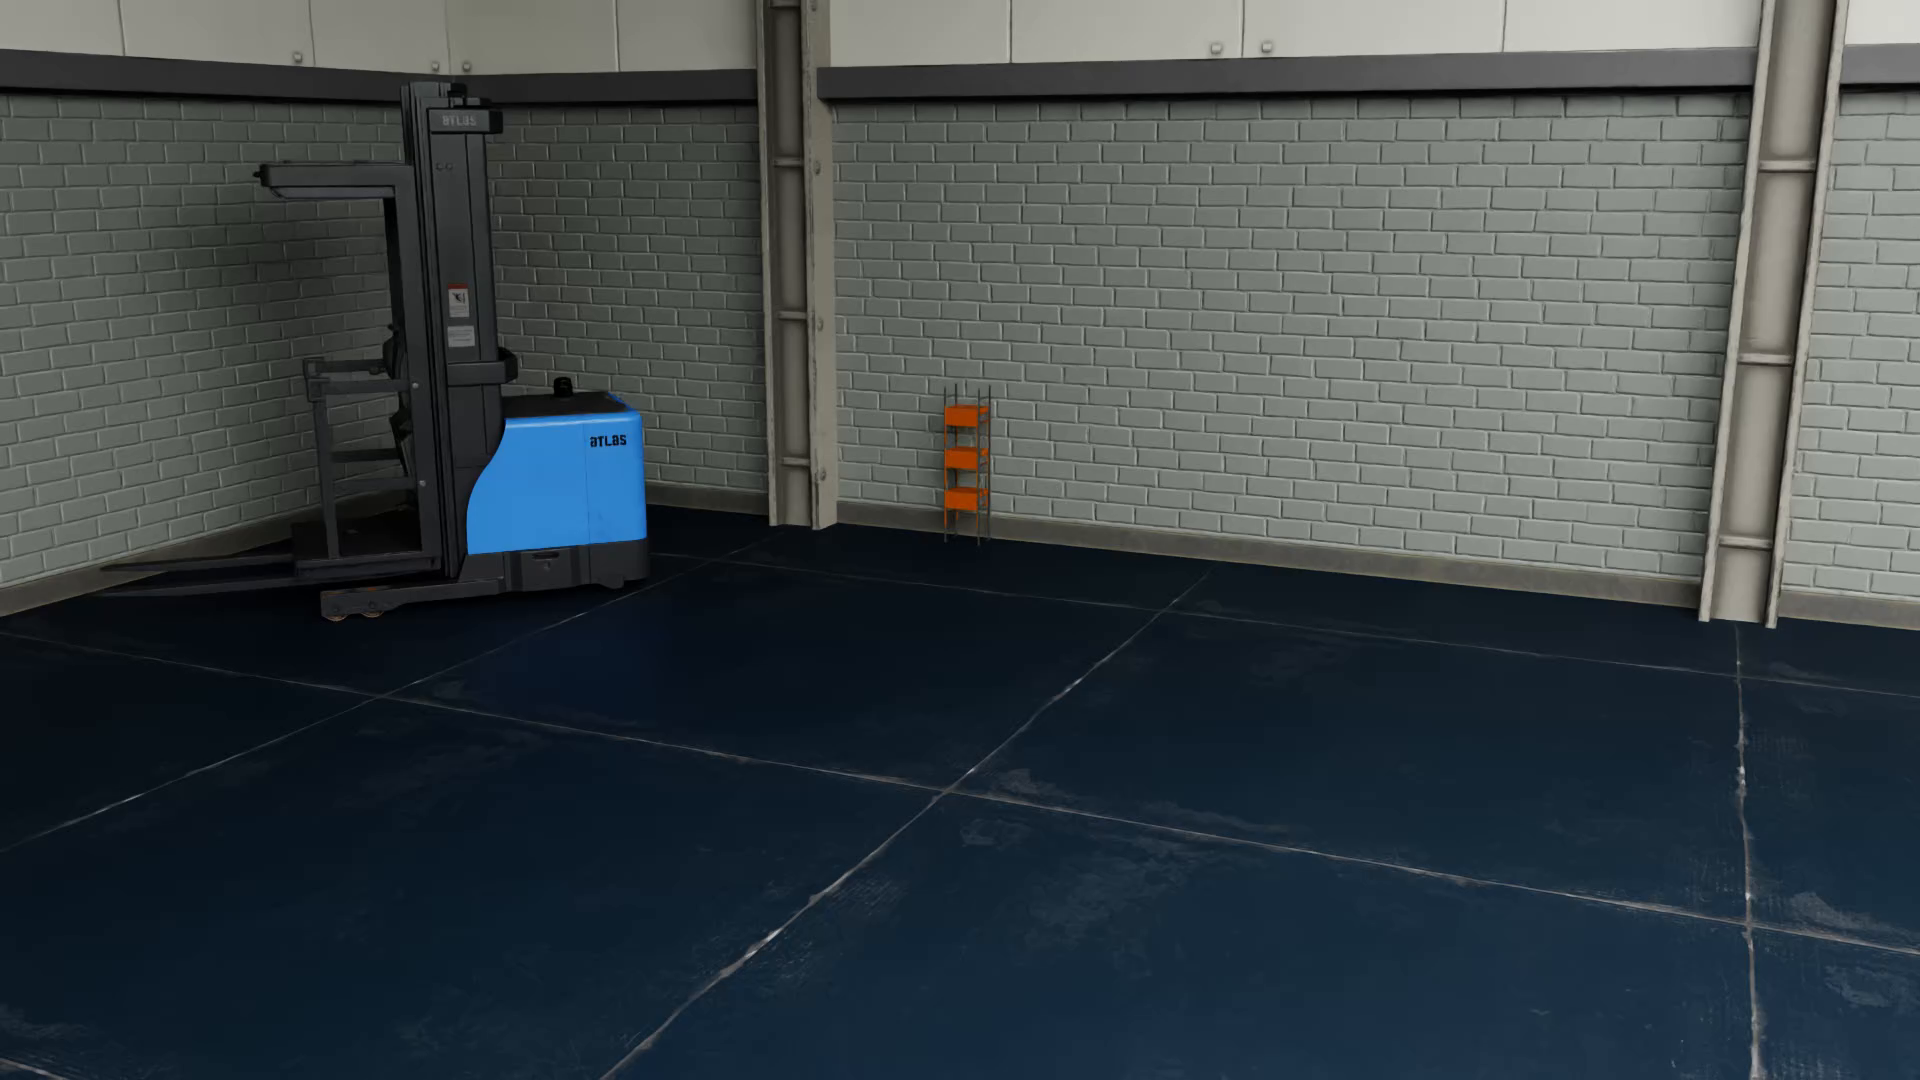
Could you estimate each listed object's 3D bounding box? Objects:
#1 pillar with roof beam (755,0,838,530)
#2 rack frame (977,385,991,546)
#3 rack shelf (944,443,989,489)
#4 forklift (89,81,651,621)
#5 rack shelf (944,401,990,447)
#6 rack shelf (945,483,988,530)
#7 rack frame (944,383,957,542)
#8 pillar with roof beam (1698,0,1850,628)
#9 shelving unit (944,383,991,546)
[{"bbox_3d":[-2.847,-3.599,6.893,0.400,9.000,9.100,6,14,23],"label":"pillar with roof beam"},{"bbox_3d":[0.160,-0.495,11.066,0.008,1.050,0.200,6,14,23],"label":"rack frame"},{"bbox_3d":[0.049,-0.496,11.116,0.240,0.259,0.215,6,14,23],"label":"rack shelf"},{"bbox_3d":[-3.432,-1.109,9.566,3.031,2.935,1.130,-5,14,-21],"label":"forklift"},{"bbox_3d":[0.049,-0.772,11.051,0.240,0.259,0.215,6,14,23],"label":"rack shelf"},{"bbox_3d":[0.049,-0.225,11.180,0.240,0.259,0.215,6,14,23],"label":"rack shelf"},{"bbox_3d":[-0.063,-0.517,11.162,0.008,1.050,0.200,6,14,23],"label":"rack frame"},{"bbox_3d":[2.639,-3.044,4.527,0.400,9.000,9.100,6,14,23],"label":"pillar with roof beam"},{"bbox_3d":[0.049,-0.506,11.114,0.252,1.050,0.215,6,14,23],"label":"shelving unit"}]
